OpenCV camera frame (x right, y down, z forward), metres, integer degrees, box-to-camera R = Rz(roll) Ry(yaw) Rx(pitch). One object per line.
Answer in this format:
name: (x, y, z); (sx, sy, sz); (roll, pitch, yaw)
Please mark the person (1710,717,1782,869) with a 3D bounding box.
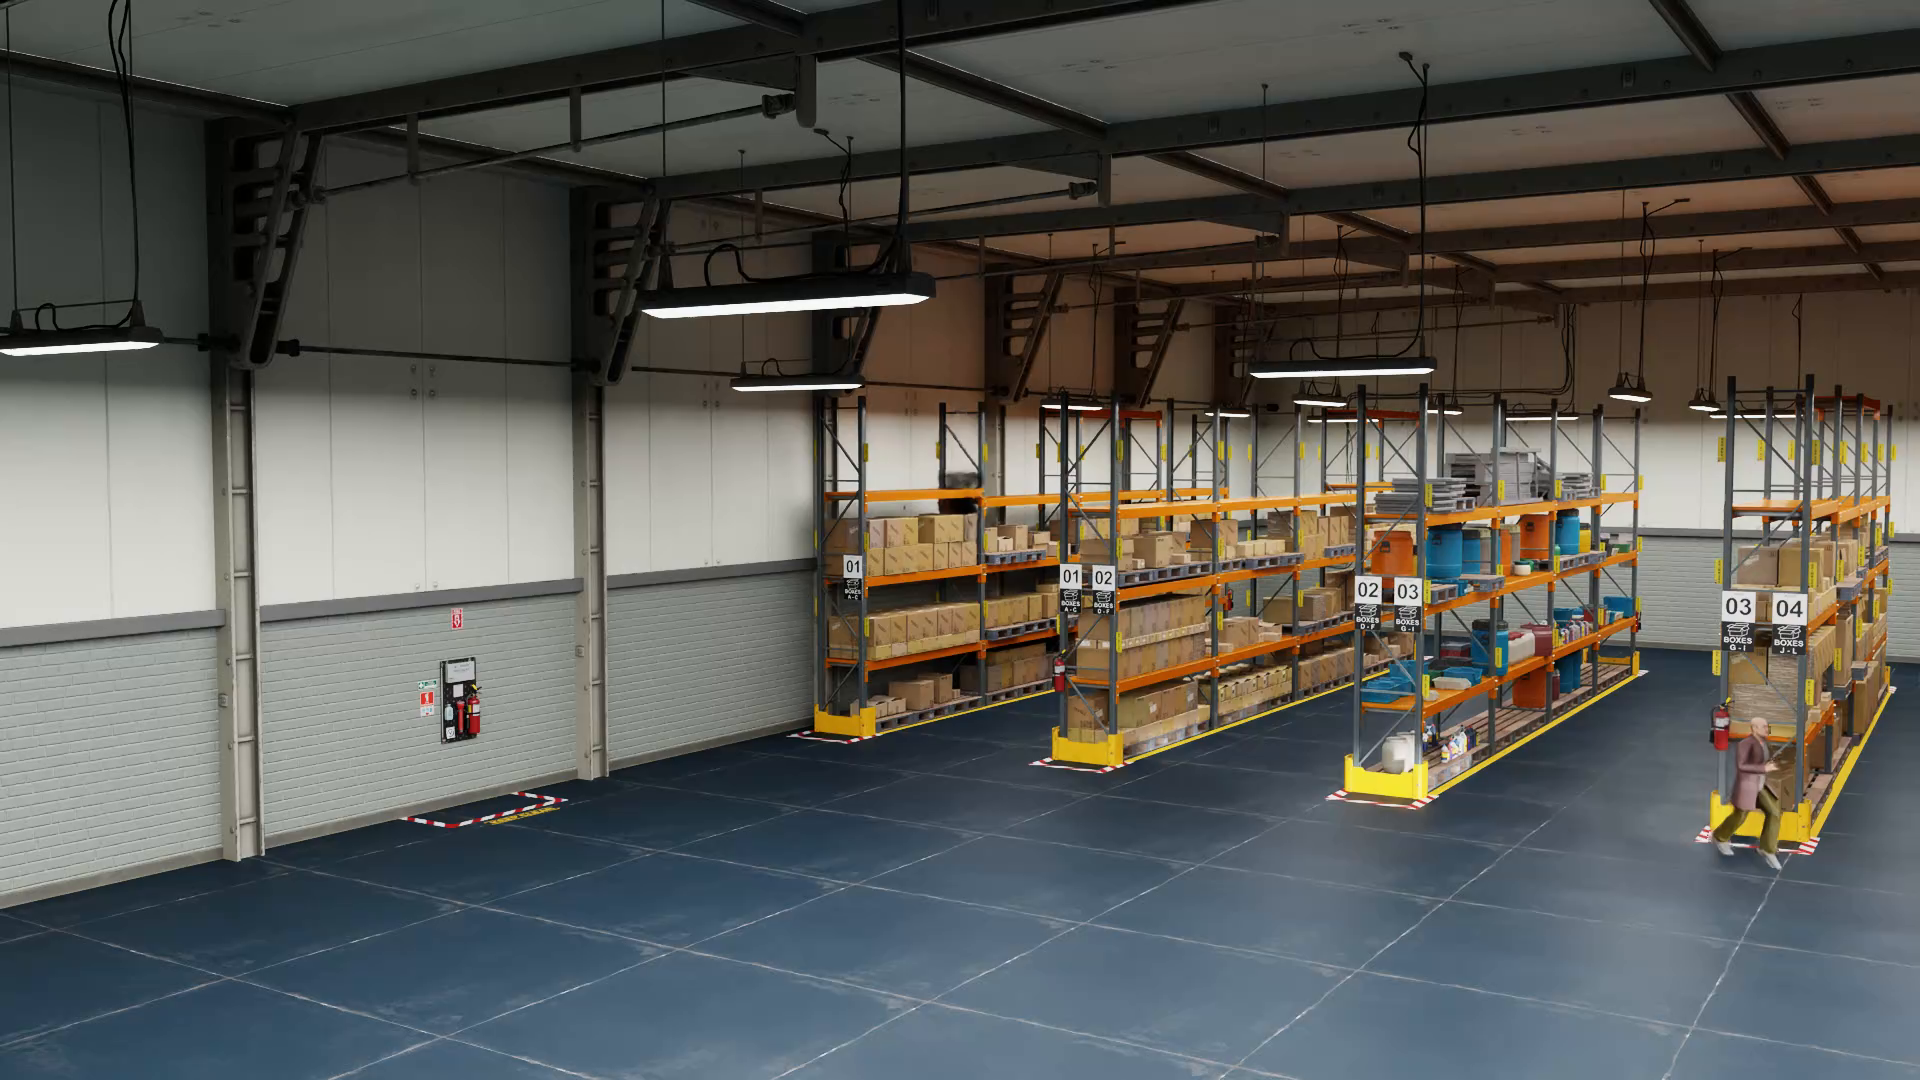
person: (9.624, 3.057, 20.337); (0.746, 1.832, 0.942); (-2, 4, -32)
